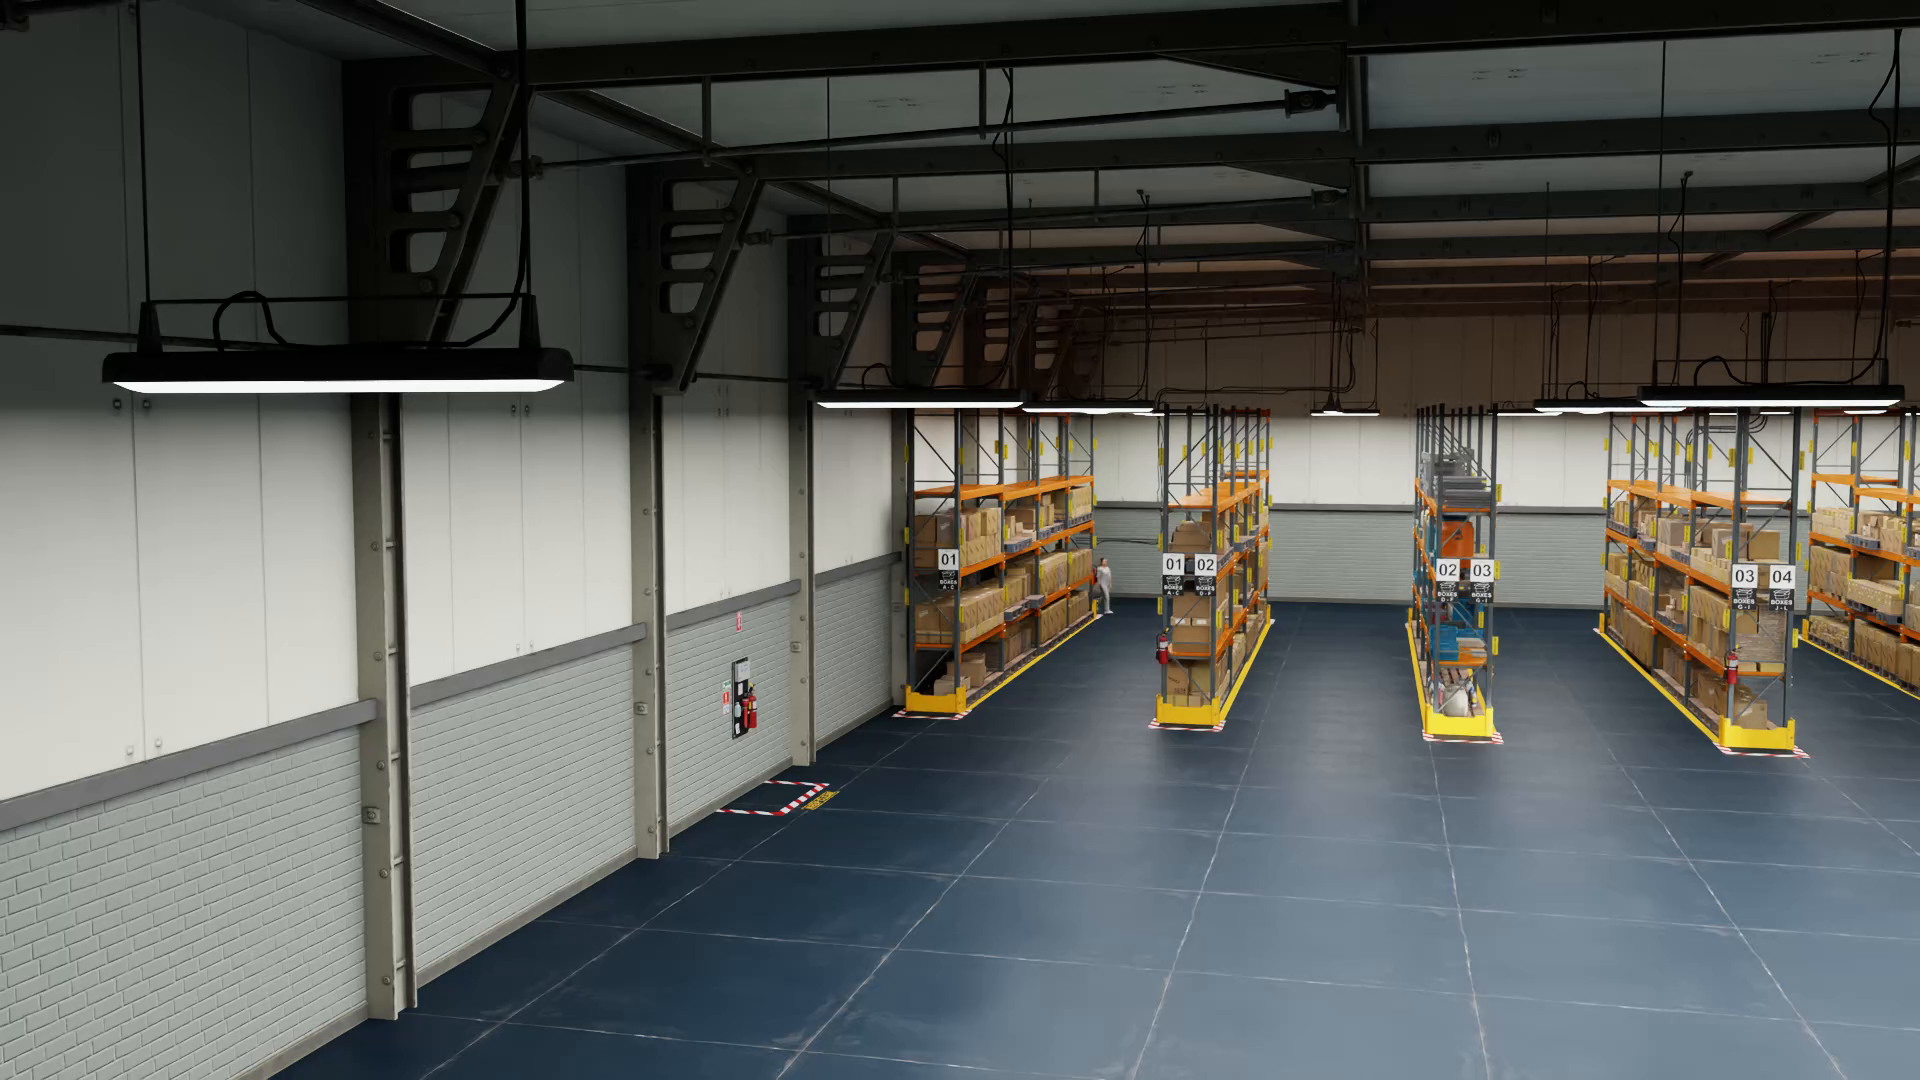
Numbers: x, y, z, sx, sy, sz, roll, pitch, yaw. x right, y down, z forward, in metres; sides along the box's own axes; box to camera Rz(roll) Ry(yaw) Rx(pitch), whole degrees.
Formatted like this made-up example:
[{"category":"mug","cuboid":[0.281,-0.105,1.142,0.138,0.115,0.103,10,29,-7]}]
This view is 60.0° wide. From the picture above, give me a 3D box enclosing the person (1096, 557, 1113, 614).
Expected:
[{"category":"person","cuboid":[4.201,1.330,48.894,0.769,1.644,0.433,3,5,40]}]
